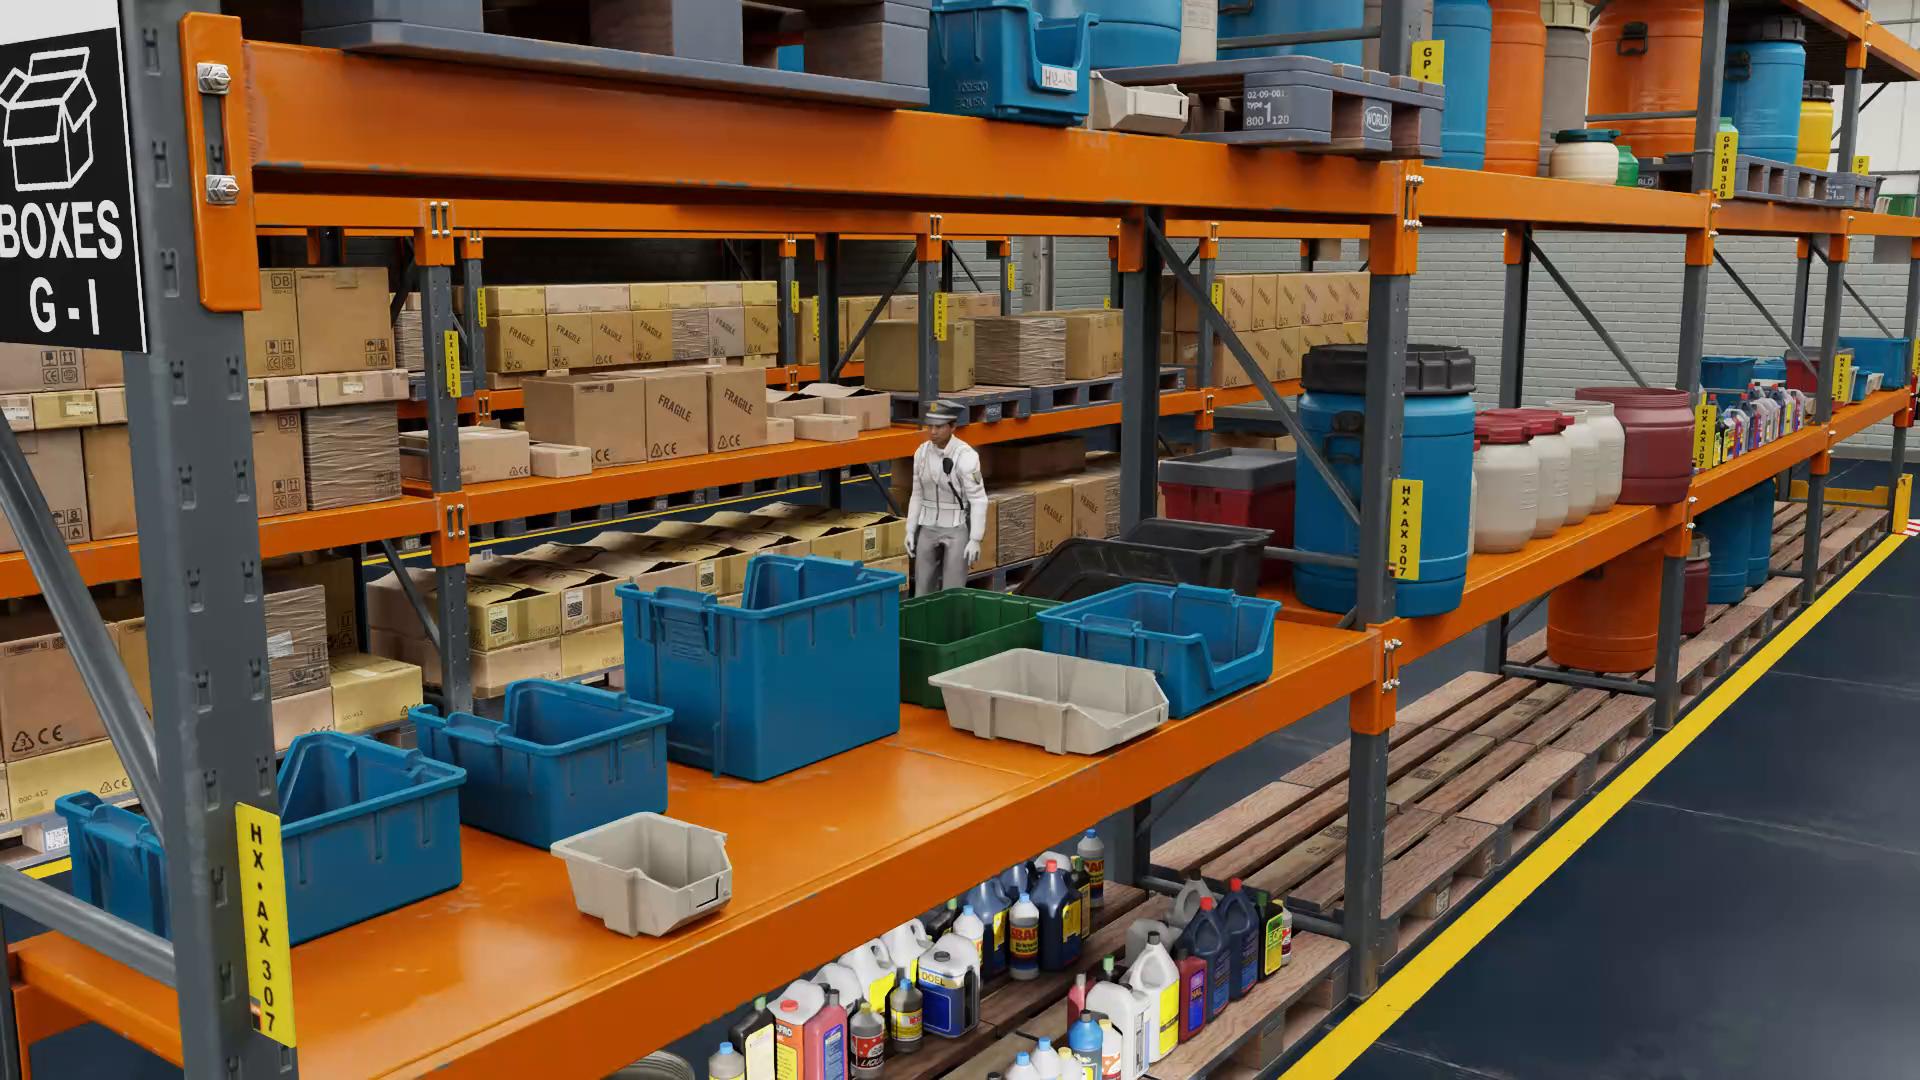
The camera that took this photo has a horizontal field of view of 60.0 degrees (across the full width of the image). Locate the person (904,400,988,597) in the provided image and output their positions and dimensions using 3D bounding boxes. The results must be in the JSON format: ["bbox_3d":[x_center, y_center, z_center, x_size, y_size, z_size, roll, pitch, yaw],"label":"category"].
[{"bbox_3d":[-0.103,-0.011,9.945,0.547,1.666,0.410,6,12,33],"label":"person"}]
